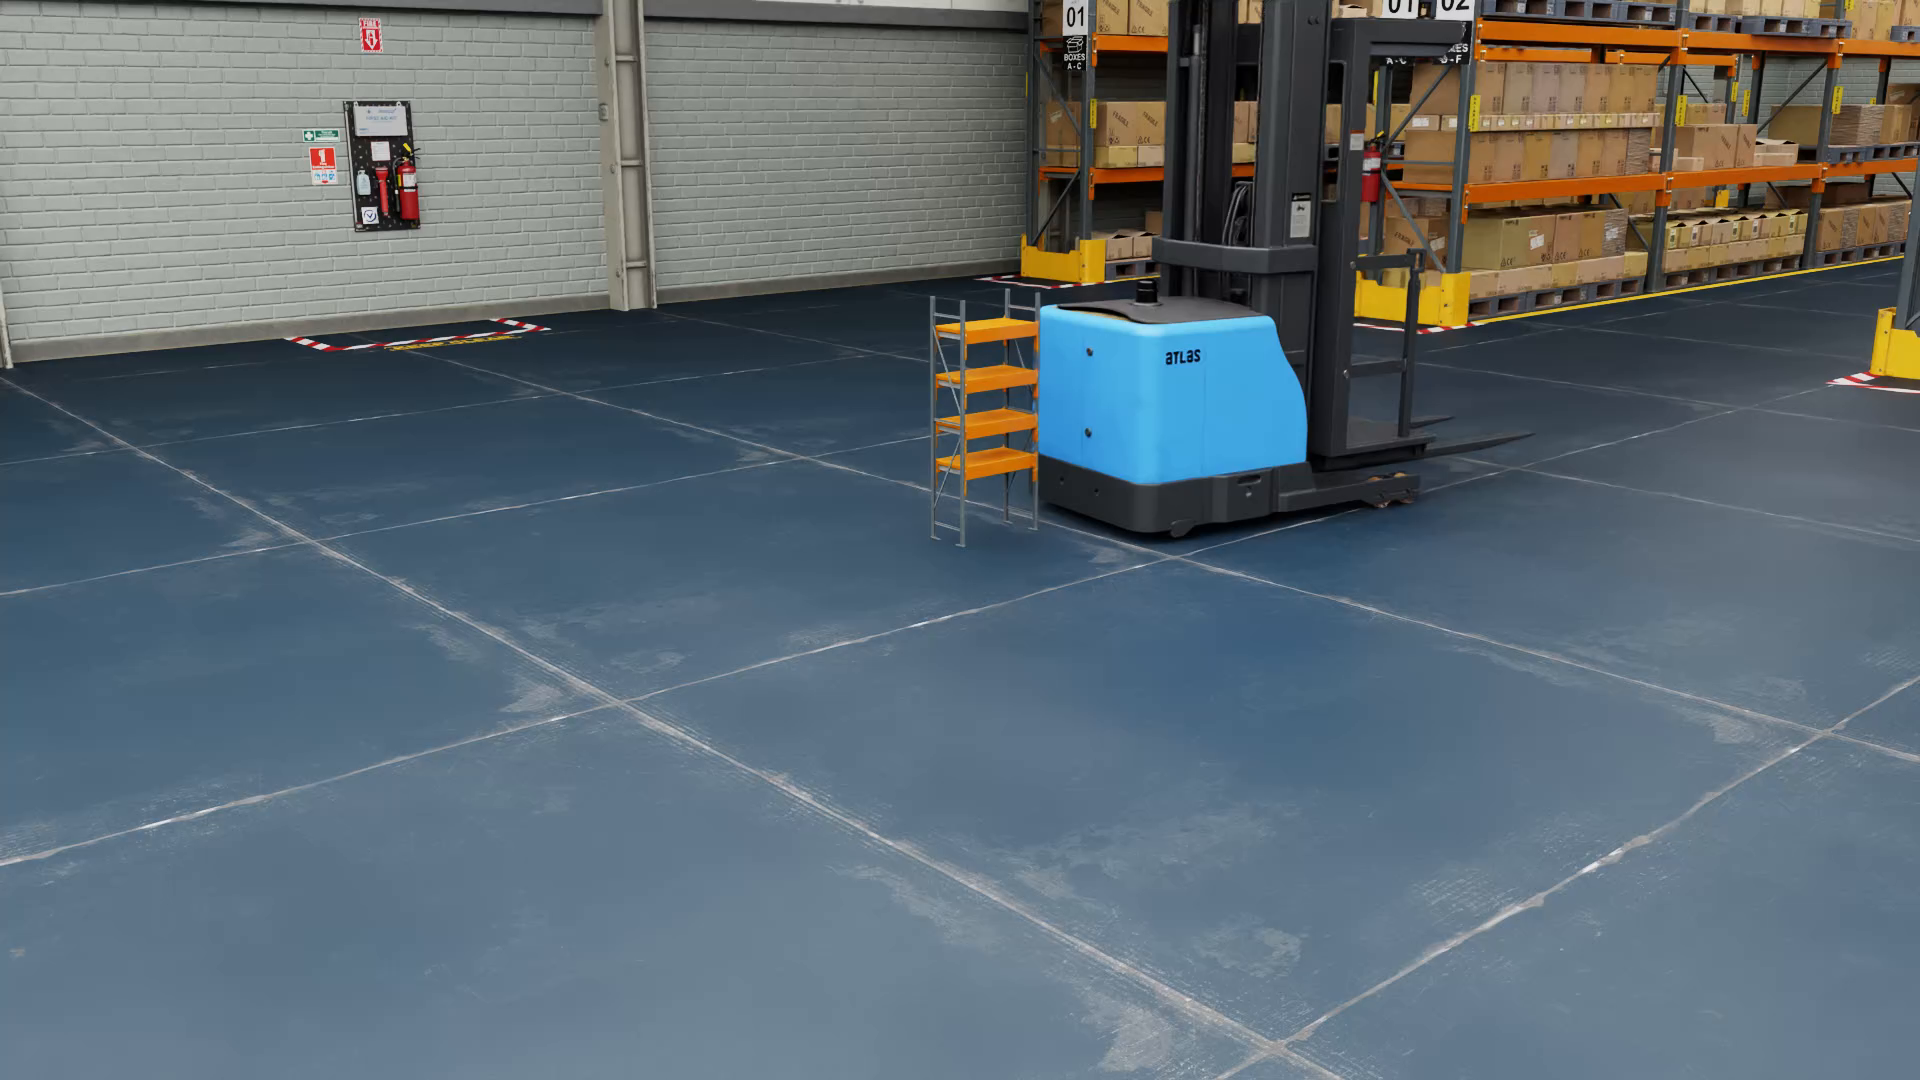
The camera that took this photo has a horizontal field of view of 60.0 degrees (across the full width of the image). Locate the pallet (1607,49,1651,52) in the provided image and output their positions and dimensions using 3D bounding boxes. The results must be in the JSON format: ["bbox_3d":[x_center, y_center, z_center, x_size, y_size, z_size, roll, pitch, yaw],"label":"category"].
[{"bbox_3d":[10.850,-8.164,27.361,1.213,0.211,1.003,-13,19,-39],"label":"pallet"}]

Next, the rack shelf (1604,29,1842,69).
[{"bbox_3d":[8.954,-5.743,19.518,4.000,0.370,1.077,-13,19,-39],"label":"rack shelf"}]

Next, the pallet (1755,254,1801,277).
[{"bbox_3d":[9.816,-3.501,20.946,1.213,0.211,1.003,-13,19,-39],"label":"pallet"}]

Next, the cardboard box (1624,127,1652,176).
[{"bbox_3d":[7.114,-4.274,18.245,0.500,0.500,0.700,-13,20,-41],"label":"cardboard box"}]

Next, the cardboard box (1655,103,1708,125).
[{"bbox_3d":[12.323,-7.230,28.923,0.700,0.700,0.980,-13,20,-40],"label":"cardboard box"}]

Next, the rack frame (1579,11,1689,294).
[{"bbox_3d":[7.445,-4.302,18.543,0.127,3.000,1.000,-13,19,-39],"label":"rack frame"}]

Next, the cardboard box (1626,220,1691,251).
[{"bbox_3d":[7.920,-3.469,18.852,0.500,0.311,0.500,-13,19,-39],"label":"cardboard box"}]

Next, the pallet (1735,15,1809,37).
[{"bbox_3d":[9.168,-6.015,19.511,1.213,0.211,1.003,-12,19,-37],"label":"pallet"}]

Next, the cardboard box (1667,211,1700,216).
[{"bbox_3d":[8.710,-3.830,20.203,0.500,0.311,0.500,-13,20,-40],"label":"cardboard box"}]

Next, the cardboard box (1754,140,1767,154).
[{"bbox_3d":[9.661,-4.823,20.666,0.500,0.311,0.500,-13,20,-40],"label":"cardboard box"}]

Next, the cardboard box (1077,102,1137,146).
[{"bbox_3d":[1.730,-4.910,19.618,0.500,0.500,0.500,-13,19,-39],"label":"cardboard box"}]

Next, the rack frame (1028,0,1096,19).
[{"bbox_3d":[1.173,-7.487,18.840,0.127,3.000,1.000,-13,19,-39],"label":"rack frame"}]

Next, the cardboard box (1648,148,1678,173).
[{"bbox_3d":[7.788,-4.322,18.907,0.500,0.250,0.500,-11,19,-36],"label":"cardboard box"}]

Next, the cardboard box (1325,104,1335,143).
[{"bbox_3d":[4.597,-5.606,22.380,0.500,0.500,0.700,-13,19,-39],"label":"cardboard box"}]

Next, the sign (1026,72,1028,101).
[{"bbox_3d":[0.824,-5.412,19.842,0.005,0.325,0.100,-13,19,-39],"label":"sign"}]

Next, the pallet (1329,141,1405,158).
[{"bbox_3d":[5.741,-5.507,23.428,1.213,0.211,1.003,-13,19,-39],"label":"pallet"}]

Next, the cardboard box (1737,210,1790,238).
[{"bbox_3d":[9.841,-3.899,20.462,0.500,0.311,0.500,-13,20,-40],"label":"cardboard box"}]

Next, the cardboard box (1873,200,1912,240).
[{"bbox_3d":[12.917,-4.441,23.054,0.500,0.500,0.500,-13,19,-39],"label":"cardboard box"}]

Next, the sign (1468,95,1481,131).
[{"bbox_3d":[4.787,-3.972,15.476,0.005,0.325,0.100,-13,19,-39],"label":"sign"}]

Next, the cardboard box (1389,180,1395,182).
[{"bbox_3d":[5.843,-5.006,23.717,0.500,0.250,0.500,-13,20,-40],"label":"cardboard box"}]

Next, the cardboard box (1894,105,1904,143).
[{"bbox_3d":[12.499,-5.743,22.930,0.500,0.500,0.700,-9,17,-31],"label":"cardboard box"}]

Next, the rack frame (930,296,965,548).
[{"bbox_3d":[-0.059,-0.566,8.045,0.015,1.200,0.240,-13,19,-39],"label":"rack frame"}]

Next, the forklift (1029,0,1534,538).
[{"bbox_3d":[1.893,-1.691,8.902,3.031,2.935,1.130,-9,17,-31],"label":"forklift"}]

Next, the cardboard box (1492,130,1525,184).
[{"bbox_3d":[5.181,-3.839,16.617,0.500,0.500,0.700,-12,19,-38],"label":"cardboard box"}]

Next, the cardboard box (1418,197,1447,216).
[{"bbox_3d":[6.699,-4.816,24.459,0.500,0.500,0.700,-12,19,-39],"label":"cardboard box"}]

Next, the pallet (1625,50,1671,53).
[{"bbox_3d":[11.769,-8.370,28.130,1.213,0.211,1.003,-13,19,-39],"label":"pallet"}]

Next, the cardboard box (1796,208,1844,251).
[{"bbox_3d":[10.994,-4.006,21.426,0.500,0.500,0.500,-12,19,-37],"label":"cardboard box"}]

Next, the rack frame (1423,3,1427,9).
[{"bbox_3d":[7.208,-8.842,23.914,0.127,3.000,1.000,-13,19,-39],"label":"rack frame"}]

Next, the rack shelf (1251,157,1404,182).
[{"bbox_3d":[5.699,-5.257,23.513,4.000,0.370,1.077,-13,19,-39],"label":"rack shelf"}]

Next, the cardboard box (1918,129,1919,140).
[{"bbox_3d":[14.043,-5.739,23.729,0.500,0.500,0.500,-12,19,-38],"label":"cardboard box"}]

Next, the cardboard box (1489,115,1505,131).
[{"bbox_3d":[5.062,-4.056,16.171,0.250,0.149,0.380,-13,20,-41],"label":"cardboard box"}]

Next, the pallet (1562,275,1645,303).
[{"bbox_3d":[6.818,-2.828,18.429,1.213,0.211,1.003,-13,19,-39],"label":"pallet"}]

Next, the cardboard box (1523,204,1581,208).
[{"bbox_3d":[6.518,-3.435,18.359,0.500,0.500,0.500,-13,19,-39],"label":"cardboard box"}]

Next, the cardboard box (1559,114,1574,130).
[{"bbox_3d":[6.025,-4.271,16.976,0.250,0.149,0.380,-12,19,-39],"label":"cardboard box"}]

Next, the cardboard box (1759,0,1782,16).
[{"bbox_3d":[9.335,-6.284,19.629,0.500,0.250,0.500,-13,20,-40],"label":"cardboard box"}]

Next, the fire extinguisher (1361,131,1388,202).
[{"bbox_3d":[4.033,-3.658,16.280,0.183,0.674,0.296,-13,19,-39],"label":"fire extinguisher"}]

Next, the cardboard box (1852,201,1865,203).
[{"bbox_3d":[12.178,-4.452,23.096,0.500,0.500,0.500,-12,19,-39],"label":"cardboard box"}]

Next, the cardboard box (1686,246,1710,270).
[{"bbox_3d":[8.298,-3.283,19.243,0.500,0.250,0.500,-12,19,-38],"label":"cardboard box"}]

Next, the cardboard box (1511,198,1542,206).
[{"bbox_3d":[8.514,-5.354,25.833,0.750,0.750,0.750,-13,20,-40],"label":"cardboard box"}]

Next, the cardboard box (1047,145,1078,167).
[{"bbox_3d":[1.398,-4.642,20.069,0.500,0.250,0.500,-12,19,-39],"label":"cardboard box"}]

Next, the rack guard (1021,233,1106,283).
[{"bbox_3d":[1.230,-3.393,19.985,0.348,0.500,1.175,-13,19,-39],"label":"rack guard"}]

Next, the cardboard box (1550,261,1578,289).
[{"bbox_3d":[6.111,-2.800,17.435,0.500,0.250,0.500,-13,19,-39],"label":"cardboard box"}]

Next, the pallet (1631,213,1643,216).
[{"bbox_3d":[10.850,-5.387,28.010,1.213,0.211,1.003,-13,19,-39],"label":"pallet"}]

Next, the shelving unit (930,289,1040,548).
[{"bbox_3d":[0.125,-0.608,8.200,0.503,1.200,0.258,-13,19,-39],"label":"shelving unit"}]

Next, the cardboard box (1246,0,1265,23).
[{"bbox_3d":[3.582,-6.556,20.937,0.500,0.500,0.500,14,20,42],"label":"cardboard box"}]

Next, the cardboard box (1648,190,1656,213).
[{"bbox_3d":[11.627,-5.894,28.533,0.500,0.500,0.700,-12,19,-38],"label":"cardboard box"}]

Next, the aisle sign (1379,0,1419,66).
[{"bbox_3d":[4.185,-4.926,15.844,0.004,0.787,0.394,-13,19,-39],"label":"aisle sign"}]

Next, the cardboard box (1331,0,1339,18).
[{"bbox_3d":[4.655,-7.043,21.986,0.500,0.500,0.500,-9,18,-32],"label":"cardboard box"}]

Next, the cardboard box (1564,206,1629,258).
[{"bbox_3d":[6.854,-3.335,17.985,0.500,0.500,0.500,-13,19,-39],"label":"cardboard box"}]

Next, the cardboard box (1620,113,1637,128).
[{"bbox_3d":[6.997,-4.490,17.795,0.250,0.149,0.380,-13,20,-41],"label":"cardboard box"}]

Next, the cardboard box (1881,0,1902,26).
[{"bbox_3d":[12.047,-7.109,22.036,0.600,0.600,0.600,-14,20,-41],"label":"cardboard box"}]

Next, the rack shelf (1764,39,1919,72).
[{"bbox_3d":[11.971,-6.420,22.054,4.000,0.370,1.077,-13,19,-39],"label":"rack shelf"}]

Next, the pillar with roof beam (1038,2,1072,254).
[{"bbox_3d":[3.959,-6.935,16.777,0.400,9.000,9.100,-13,19,-39],"label":"pillar with roof beam"}]

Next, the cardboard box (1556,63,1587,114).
[{"bbox_3d":[5.979,-4.646,17.122,0.500,0.500,0.700,-13,19,-39],"label":"cardboard box"}]

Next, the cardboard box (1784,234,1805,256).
[{"bbox_3d":[10.226,-3.718,20.869,0.500,0.250,0.500,-12,19,-38],"label":"cardboard box"}]
